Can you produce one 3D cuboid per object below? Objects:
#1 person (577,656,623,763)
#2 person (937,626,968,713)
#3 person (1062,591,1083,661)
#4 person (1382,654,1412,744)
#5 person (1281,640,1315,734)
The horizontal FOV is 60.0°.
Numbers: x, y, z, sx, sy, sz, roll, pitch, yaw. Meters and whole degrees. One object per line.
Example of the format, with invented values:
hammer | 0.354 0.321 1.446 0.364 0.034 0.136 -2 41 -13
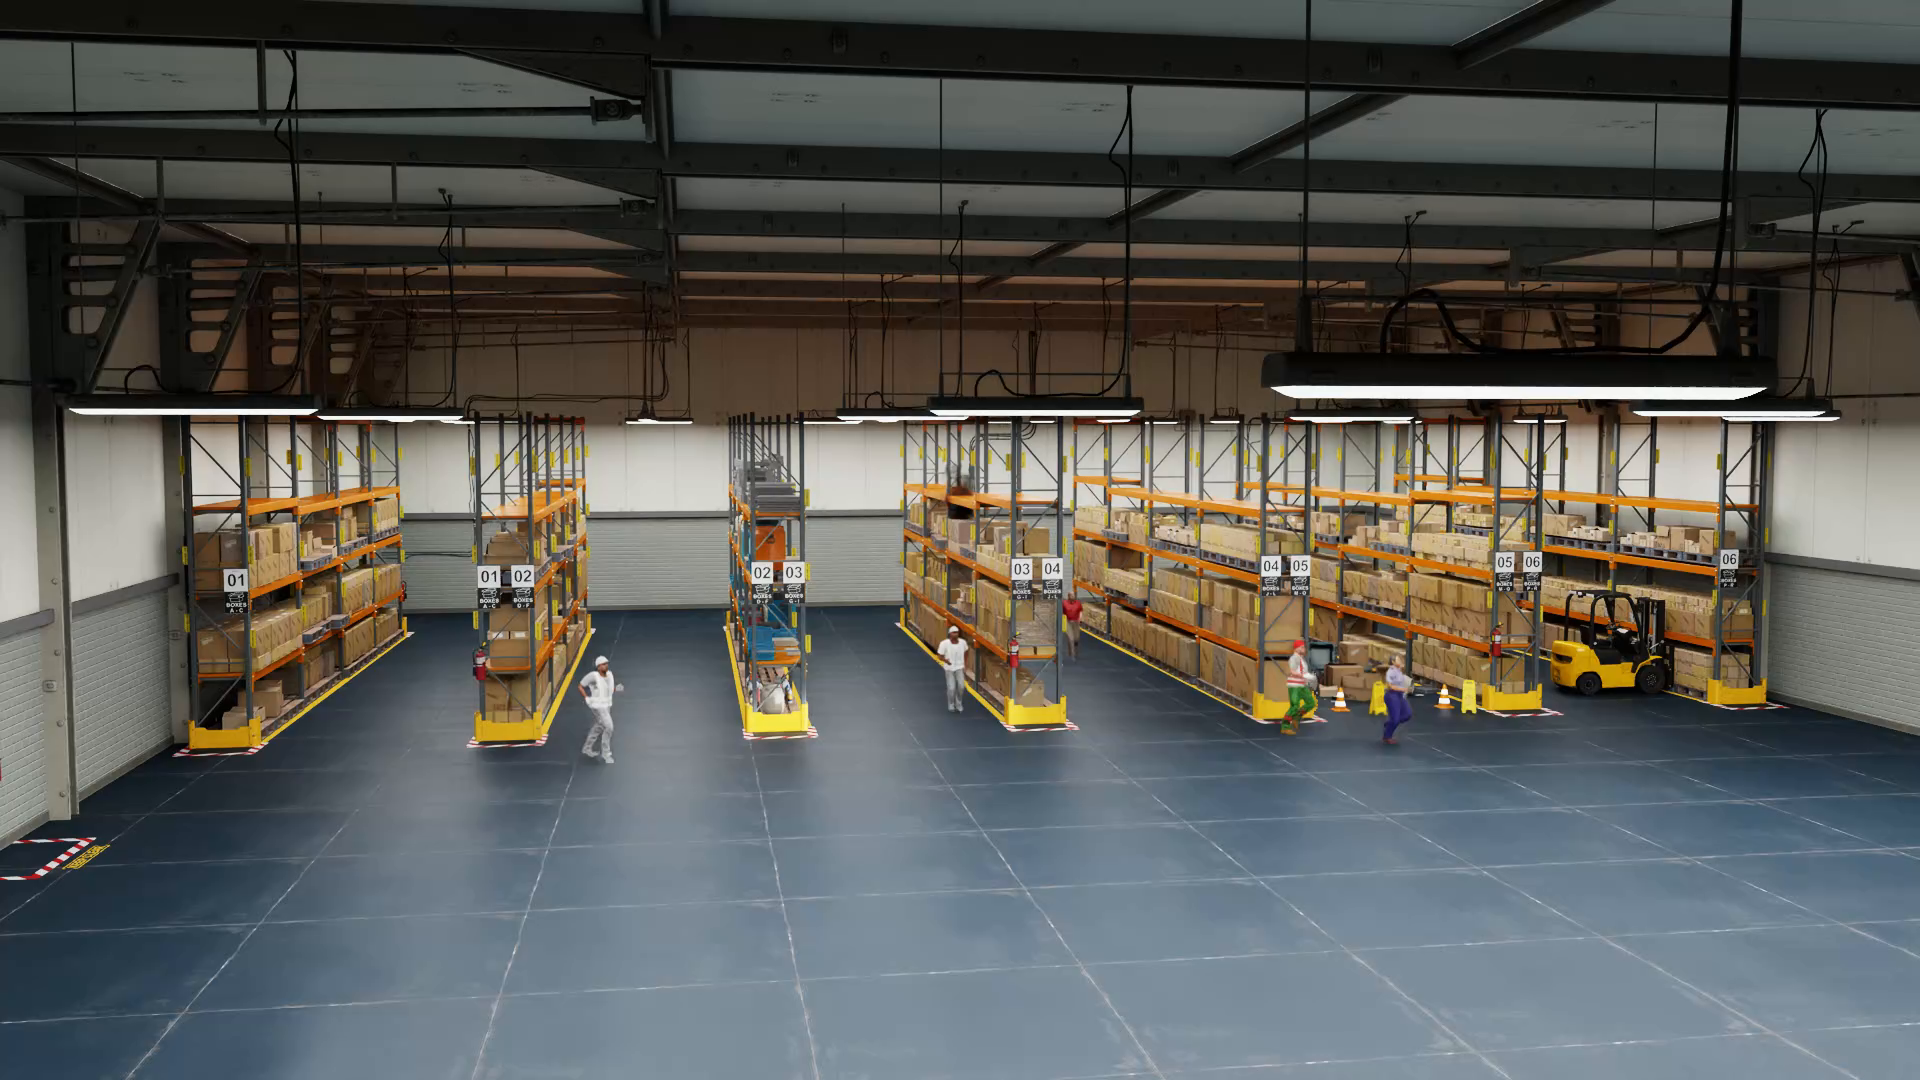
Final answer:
person | -6.148 2.906 28.528 0.786 1.851 0.645 2 4 22
person | -0.117 2.588 33.274 0.666 1.751 0.670 -1 4 -10
person | 2.721 2.097 40.941 0.672 1.712 0.687 -1 4 -14
person | 7.909 2.872 30.076 0.527 1.615 0.657 2 5 31
person | 6.374 2.735 31.025 0.659 1.749 0.717 2 5 32
